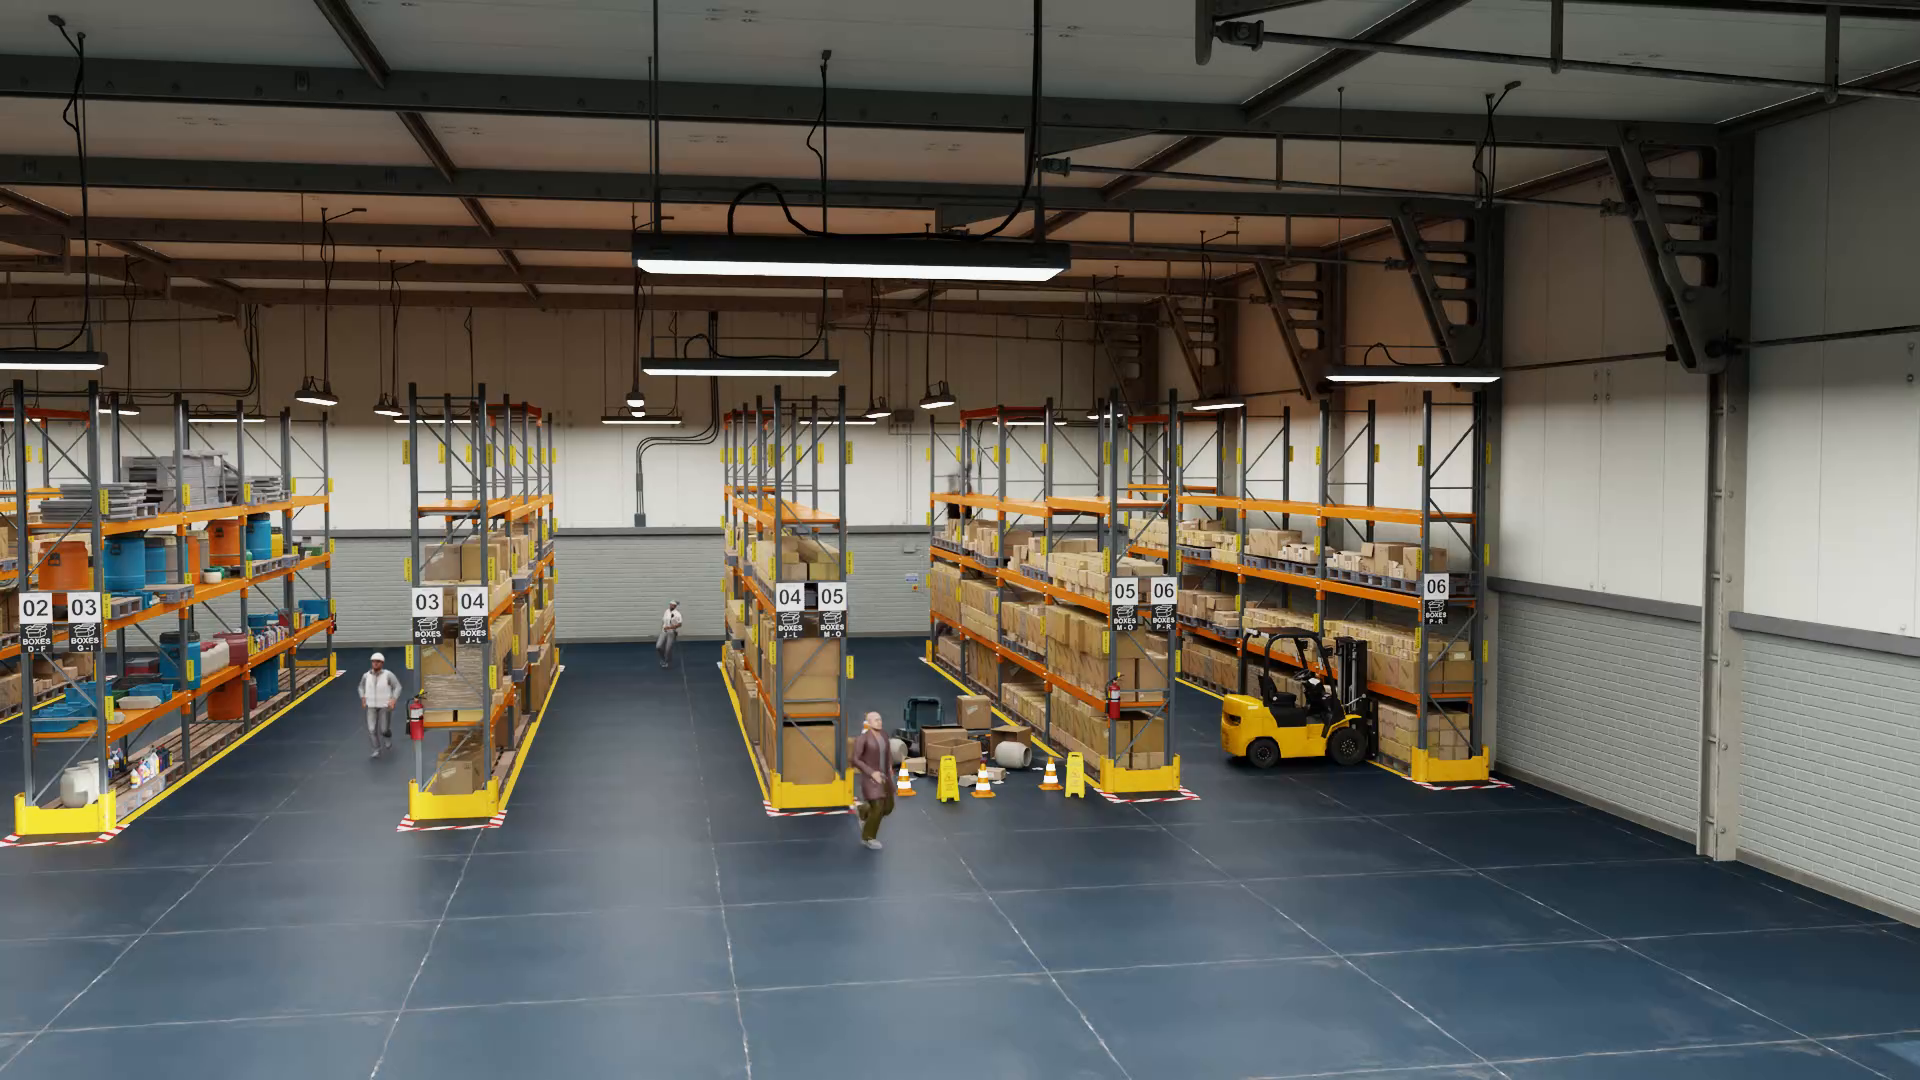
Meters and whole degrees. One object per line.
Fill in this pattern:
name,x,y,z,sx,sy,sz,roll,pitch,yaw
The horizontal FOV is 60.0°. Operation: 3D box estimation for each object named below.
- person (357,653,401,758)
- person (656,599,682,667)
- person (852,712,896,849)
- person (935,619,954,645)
person,-9.656,2.736,27.655,0.705,1.729,0.614,0,3,-7
person,-6.837,2.197,39.170,0.648,1.641,0.556,1,3,26
person,-1.116,3.063,21.307,0.706,1.750,0.729,3,4,42
person,-0.473,2.011,41.857,0.938,1.667,0.697,1,3,24
